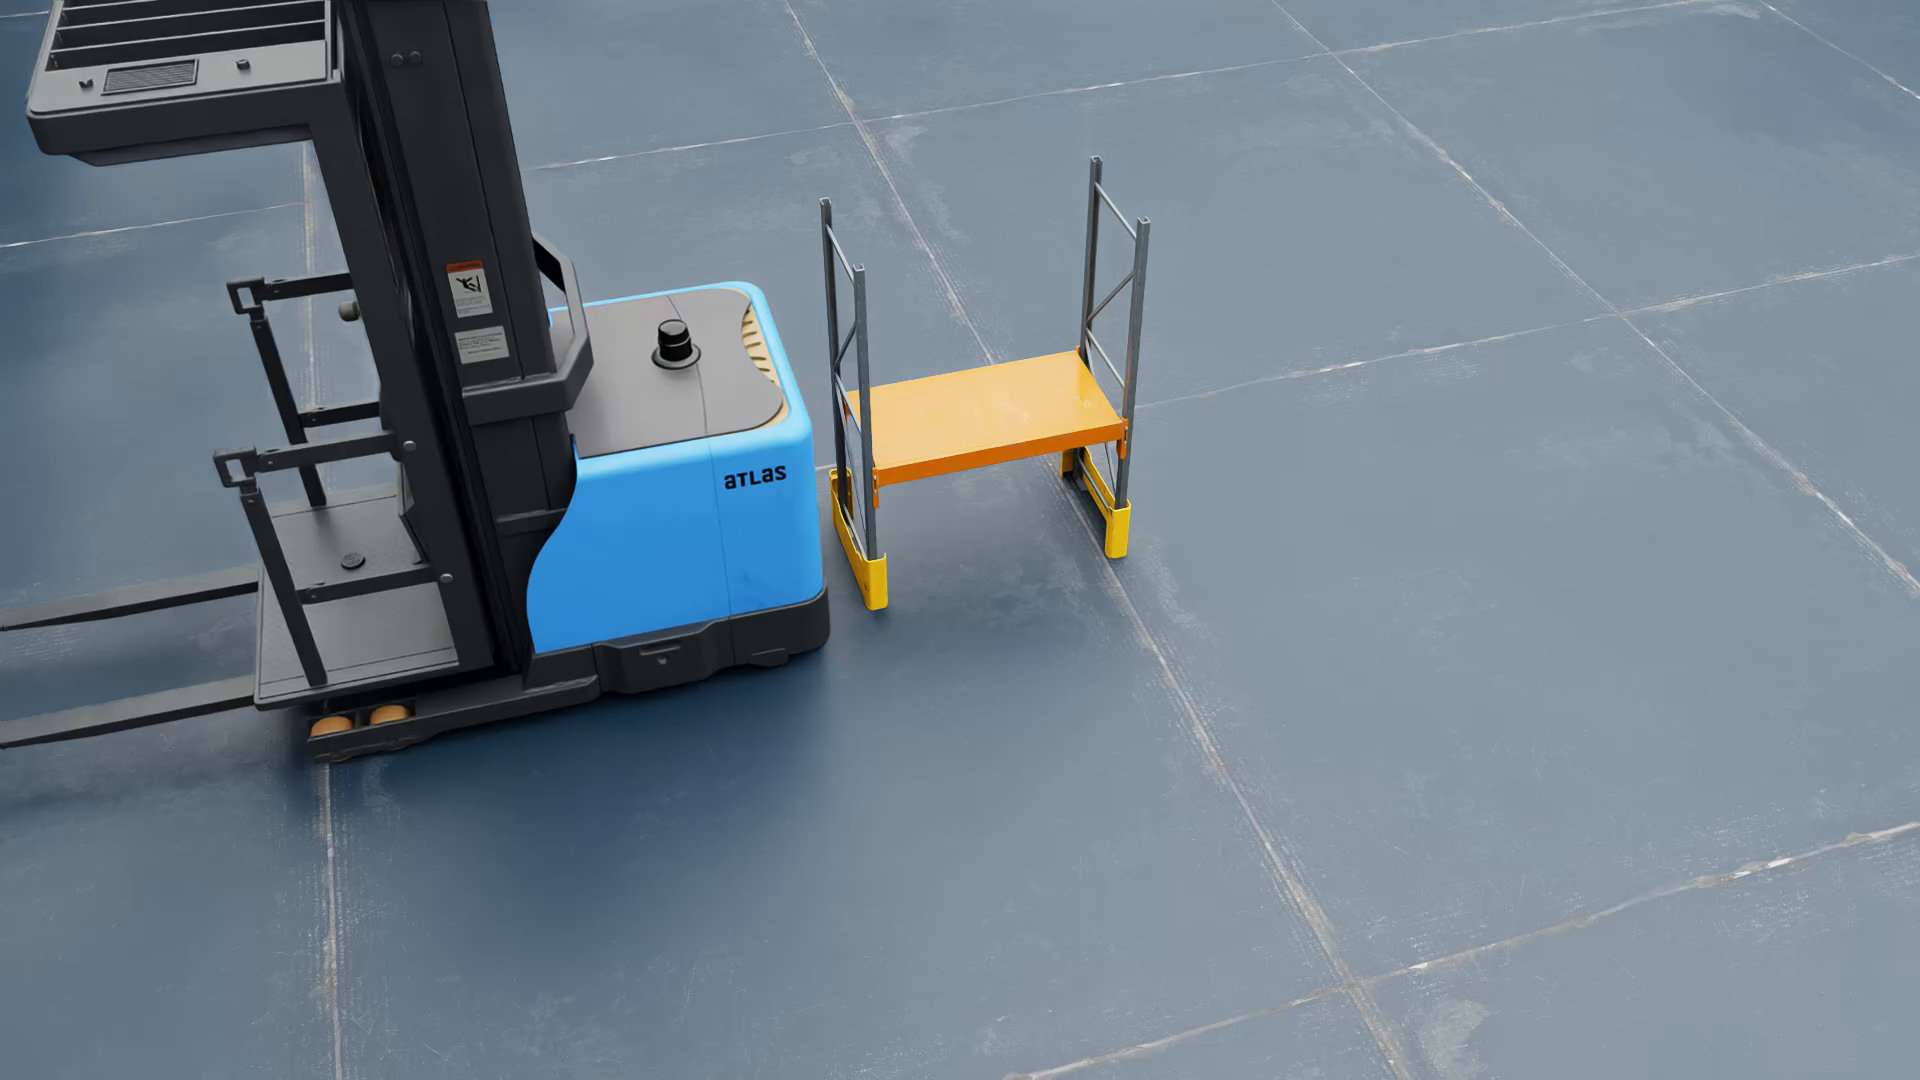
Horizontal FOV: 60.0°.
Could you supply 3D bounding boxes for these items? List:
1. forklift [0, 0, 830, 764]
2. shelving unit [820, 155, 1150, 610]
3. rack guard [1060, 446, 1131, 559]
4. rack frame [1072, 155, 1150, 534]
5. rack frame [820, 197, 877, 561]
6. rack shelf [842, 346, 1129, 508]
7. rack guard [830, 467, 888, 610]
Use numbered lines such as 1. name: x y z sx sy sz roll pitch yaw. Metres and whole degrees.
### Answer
1. forklift: -2.062 -0.711 5.336 3.031 2.935 1.130 -11 42 -12
2. shelving unit: 0.073 -0.580 6.274 1.083 1.500 0.587 -12 42 -13
3. rack guard: 0.548 -0.208 6.798 0.087 0.250 0.587 -12 42 -13
4. rack frame: 0.566 -0.682 6.391 0.032 1.500 0.500 -12 42 -13
5. rack frame: -0.404 -0.481 6.161 0.032 1.500 0.500 -12 42 -13
6. rack shelf: 0.081 -0.446 6.394 1.000 0.185 0.538 -12 42 -13
7. rack guard: -0.402 -0.011 6.572 0.087 0.250 0.587 -12 42 -13
